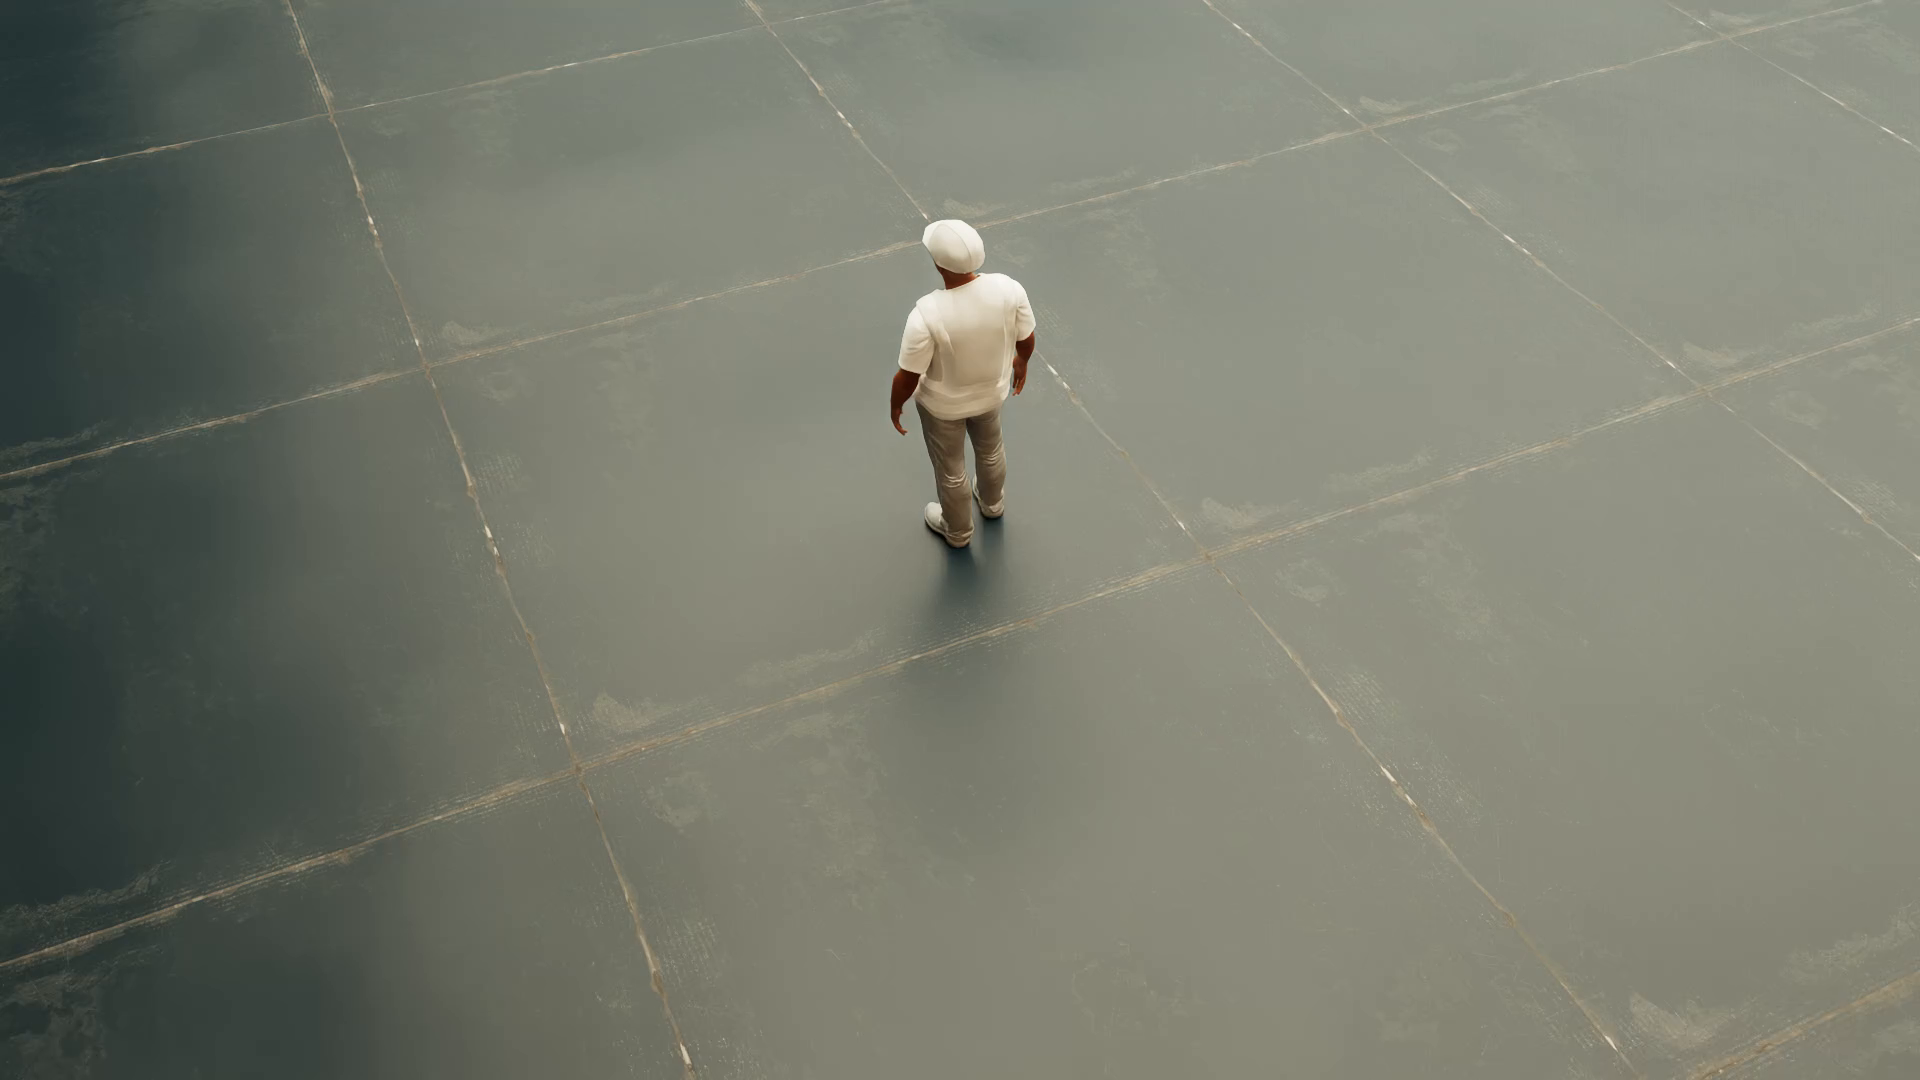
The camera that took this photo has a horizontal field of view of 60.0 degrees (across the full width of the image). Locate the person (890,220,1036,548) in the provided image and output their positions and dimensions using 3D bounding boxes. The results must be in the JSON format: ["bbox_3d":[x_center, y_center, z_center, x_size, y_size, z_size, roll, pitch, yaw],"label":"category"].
[{"bbox_3d":[-0.023,-0.696,7.269,0.665,1.765,0.577,-18,46,-18],"label":"person"}]
